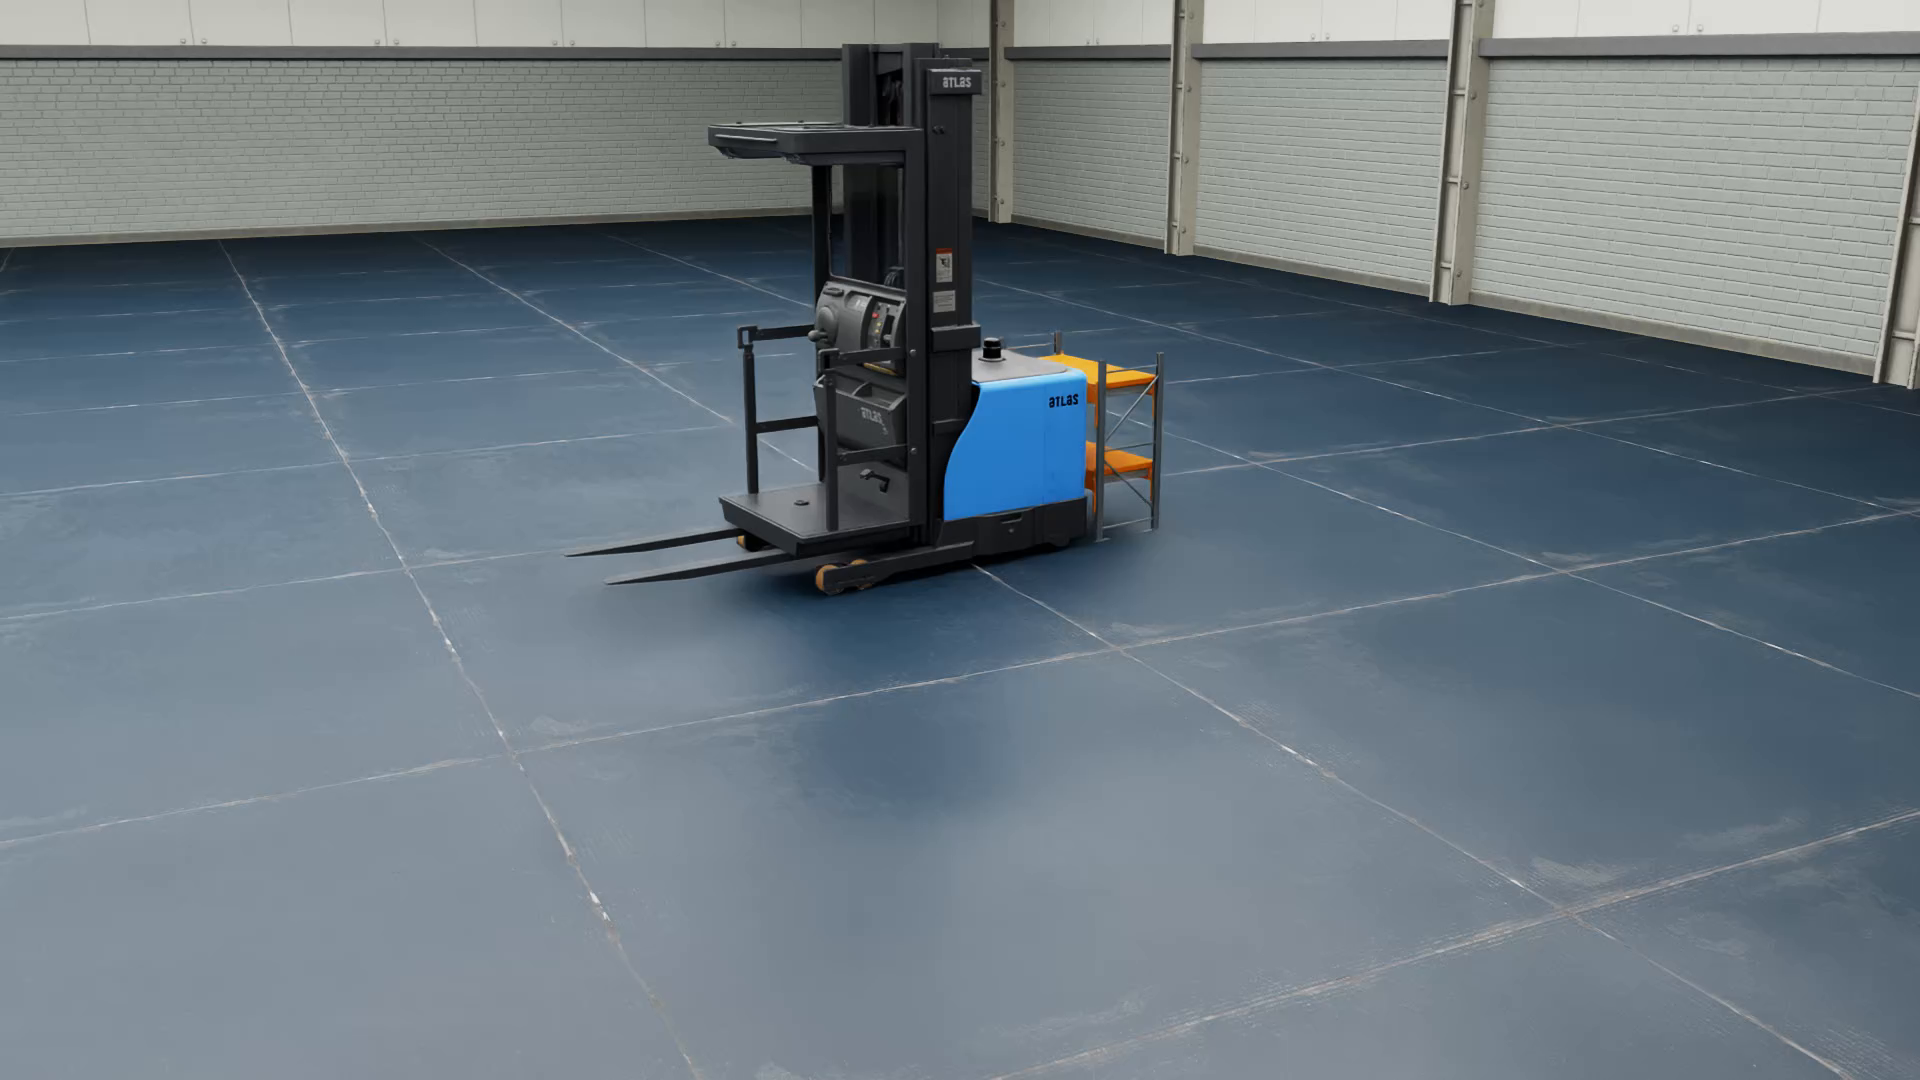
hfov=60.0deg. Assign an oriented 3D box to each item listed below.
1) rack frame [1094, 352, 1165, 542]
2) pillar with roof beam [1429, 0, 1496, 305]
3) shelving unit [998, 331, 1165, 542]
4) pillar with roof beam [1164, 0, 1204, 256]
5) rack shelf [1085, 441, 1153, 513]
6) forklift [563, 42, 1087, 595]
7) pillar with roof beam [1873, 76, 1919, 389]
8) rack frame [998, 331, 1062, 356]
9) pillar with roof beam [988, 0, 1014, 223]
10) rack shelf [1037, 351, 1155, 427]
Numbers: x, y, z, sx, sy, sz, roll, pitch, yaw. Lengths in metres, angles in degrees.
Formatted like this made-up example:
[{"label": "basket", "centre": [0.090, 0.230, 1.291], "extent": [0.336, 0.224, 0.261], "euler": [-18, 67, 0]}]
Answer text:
[{"label": "rack frame", "centre": [1.037, -0.568, 10.192], "extent": [0.500, 1.125, 0.032], "euler": [-11, 19, -33]}, {"label": "pillar with roof beam", "centre": [2.136, -6.719, 17.352], "extent": [9.100, 9.000, 0.400], "euler": [-8, 18, -25]}, {"label": "shelving unit", "centre": [0.747, -0.684, 10.593], "extent": [0.538, 1.125, 1.048], "euler": [-11, 19, -33]}, {"label": "pillar with roof beam", "centre": [-0.493, -8.207, 22.536], "extent": [9.100, 9.000, 0.400], "euler": [-8, 18, -25]}, {"label": "rack shelf", "centre": [0.747, -0.449, 10.661], "extent": [0.538, 0.278, 1.000], "euler": [-11, 19, -33]}, {"label": "forklift", "centre": [-0.745, -1.271, 9.365], "extent": [3.031, 2.935, 1.130], "euler": [-10, 19, -31]}, {"label": "pillar with roof beam", "centre": [4.764, -5.232, 12.167], "extent": [9.100, 9.000, 0.400], "euler": [-8, 18, -25]}, {"label": "rack frame", "centre": [0.457, -0.799, 10.994], "extent": [0.500, 1.125, 0.032], "euler": [-11, 19, -33]}, {"label": "pillar with roof beam", "centre": [-3.121, -9.695, 27.720], "extent": [9.100, 9.000, 0.400], "euler": [-8, 18, -25]}, {"label": "rack shelf", "centre": [0.747, -0.965, 10.512], "extent": [0.538, 0.278, 1.000], "euler": [-11, 19, -33]}]
